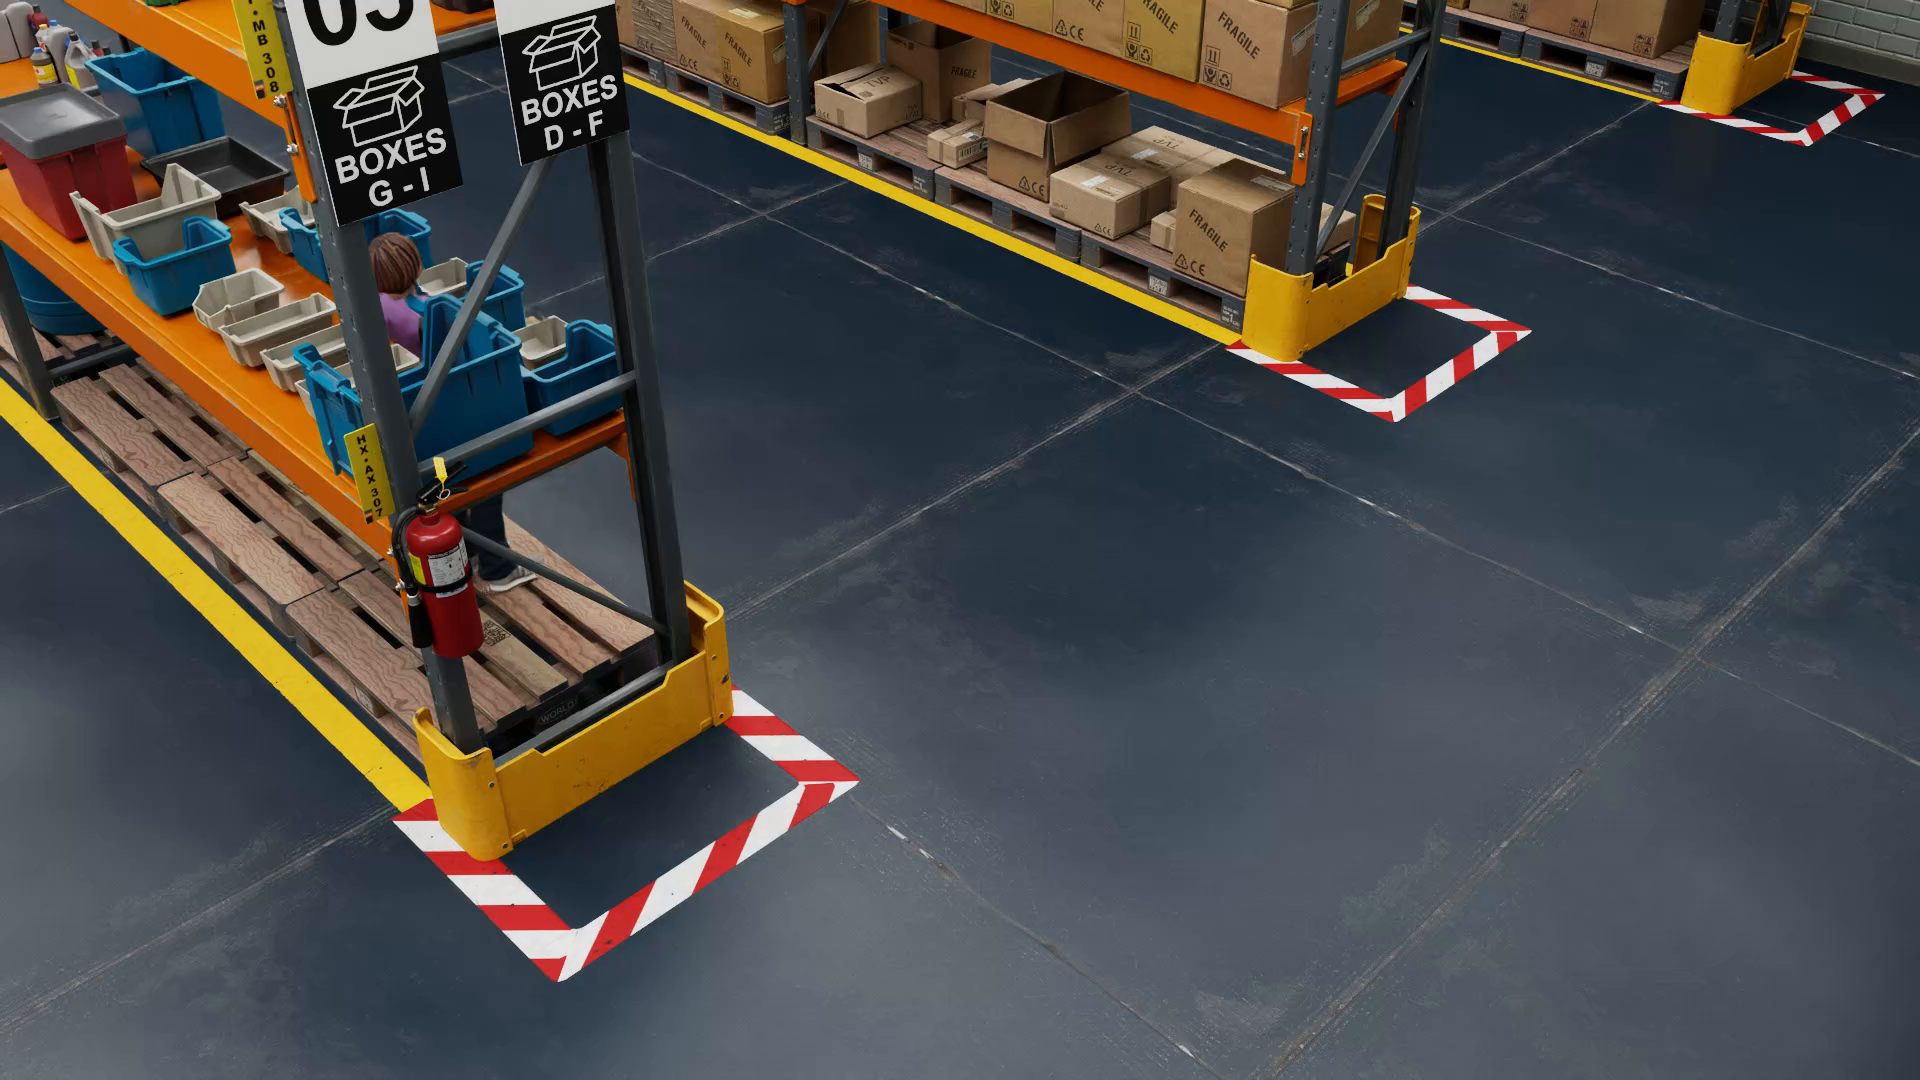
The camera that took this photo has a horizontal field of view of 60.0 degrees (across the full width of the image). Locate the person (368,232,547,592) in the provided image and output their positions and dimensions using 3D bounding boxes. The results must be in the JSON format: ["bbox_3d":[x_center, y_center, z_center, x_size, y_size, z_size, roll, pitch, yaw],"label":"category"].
[{"bbox_3d":[-1.949,-0.525,6.524,0.397,1.582,0.549,25,43,31],"label":"person"}]
